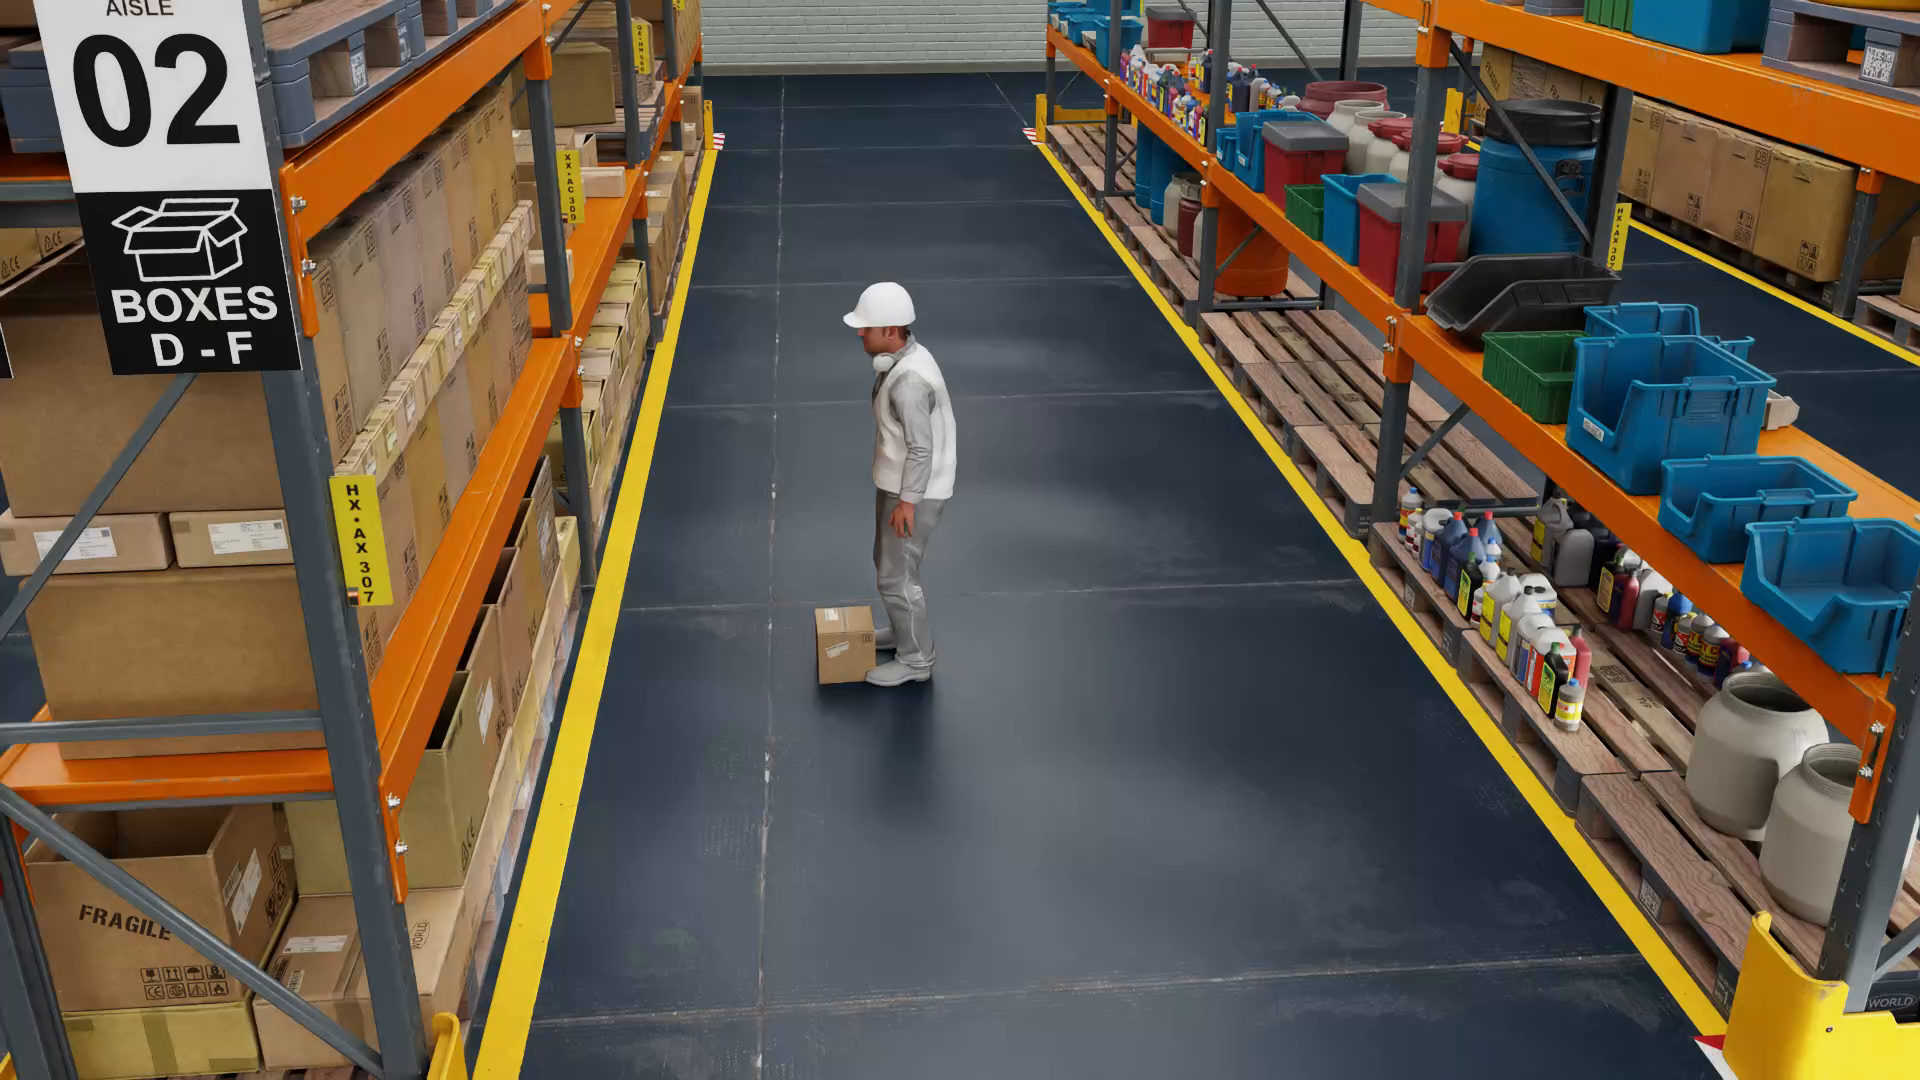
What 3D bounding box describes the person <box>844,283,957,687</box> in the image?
[{"bbox_3d":[-0.250,-0.242,7.127,0.464,1.767,0.583,-3,24,-8],"label":"person"}]
